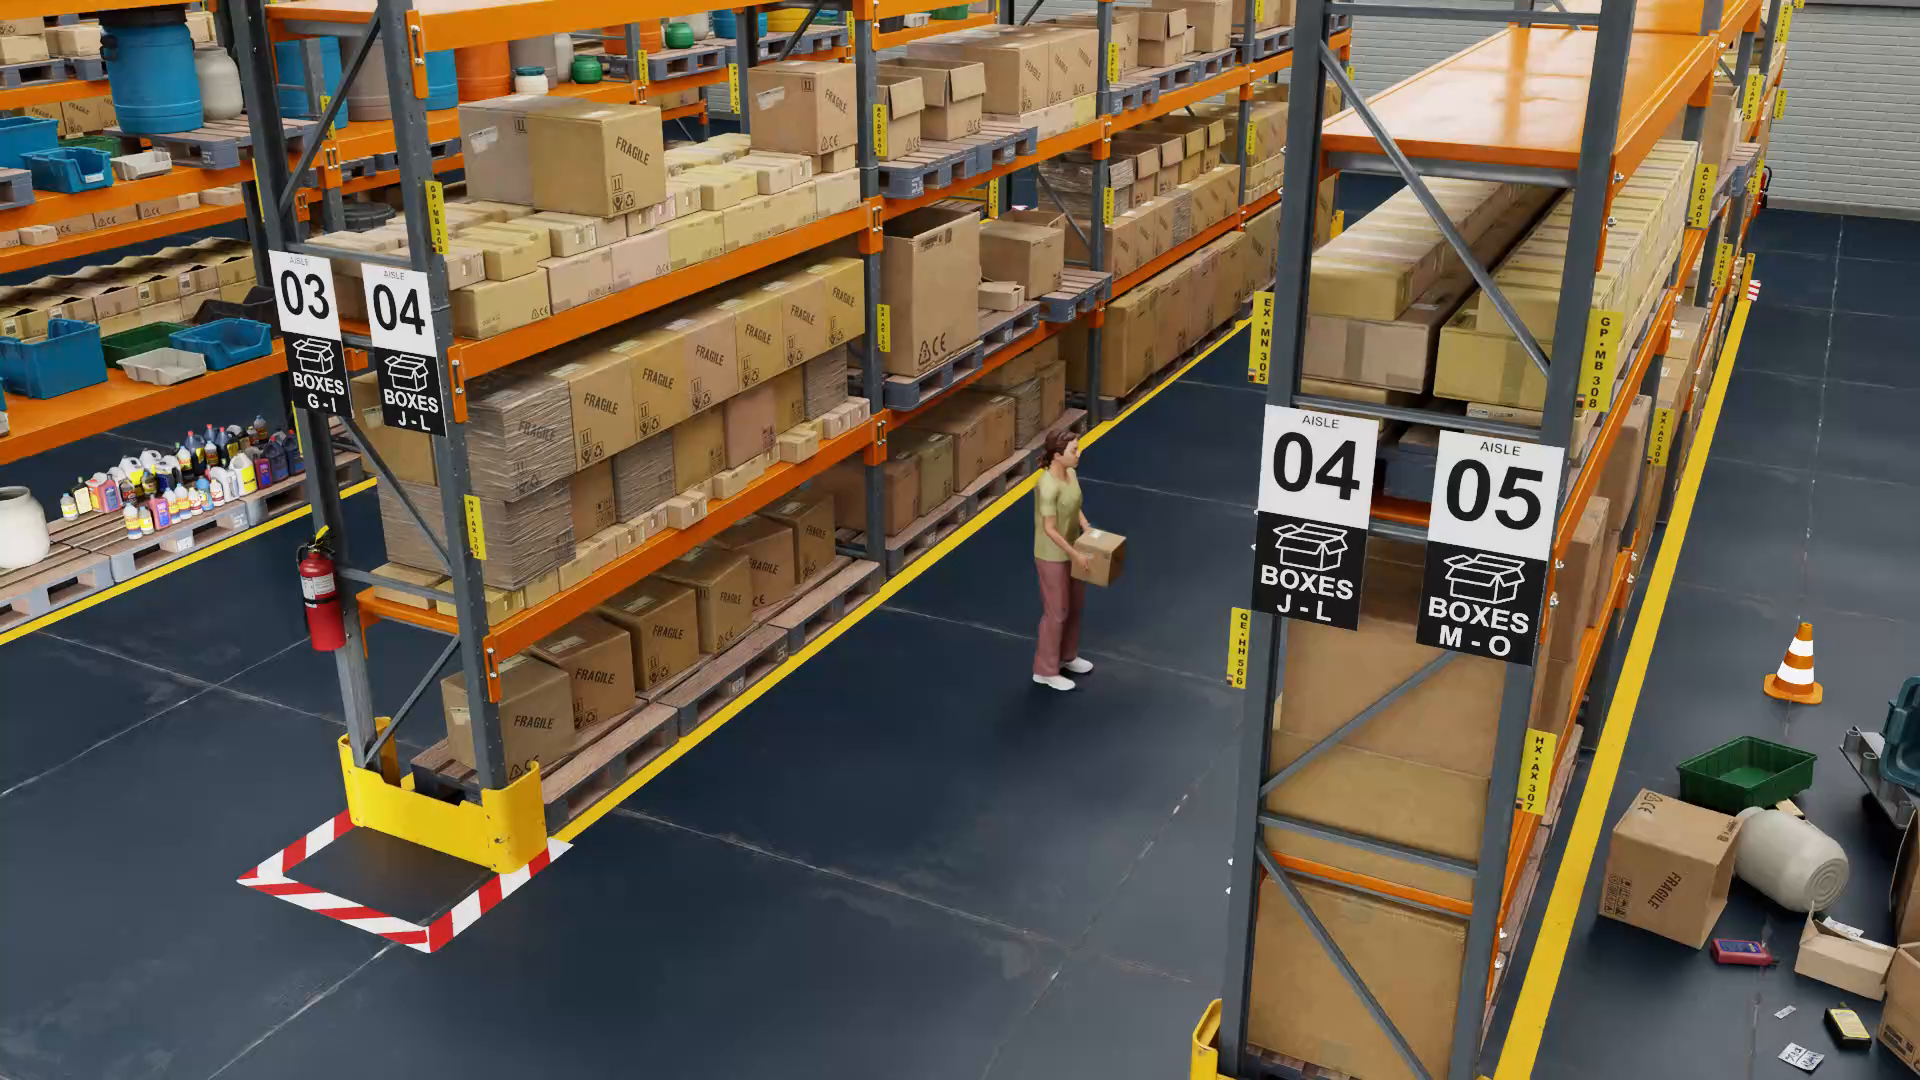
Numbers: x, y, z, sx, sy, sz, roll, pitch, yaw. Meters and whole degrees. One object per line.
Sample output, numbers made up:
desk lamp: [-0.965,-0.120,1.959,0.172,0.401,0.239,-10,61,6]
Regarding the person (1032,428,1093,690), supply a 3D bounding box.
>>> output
person: [0.678,0.106,10.478,0.433,1.675,0.466,11,25,24]
